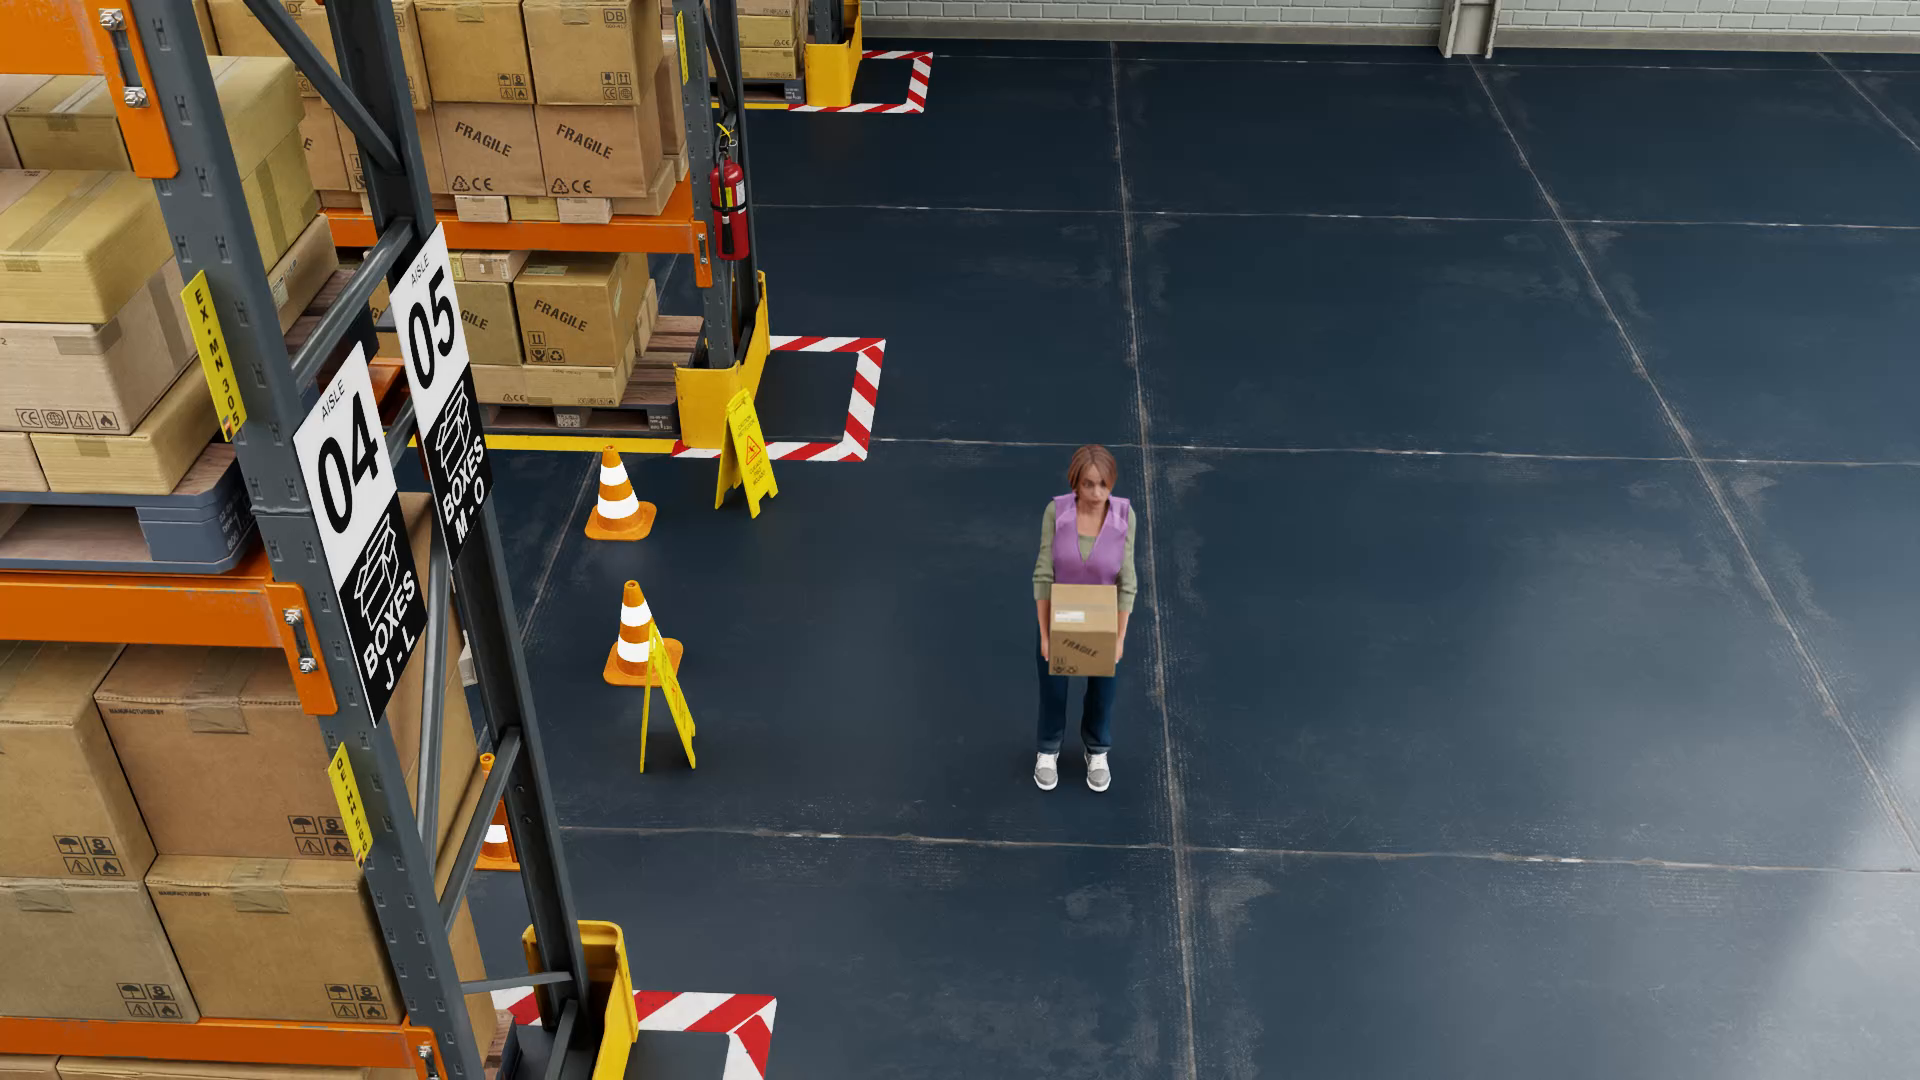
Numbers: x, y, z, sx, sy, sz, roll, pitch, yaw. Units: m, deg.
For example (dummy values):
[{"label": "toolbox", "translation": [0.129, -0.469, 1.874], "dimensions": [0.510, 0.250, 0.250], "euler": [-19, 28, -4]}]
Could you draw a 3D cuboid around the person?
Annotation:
[{"label": "person", "translation": [0.485, 0.379, 6.609], "dimensions": [0.405, 1.589, 0.495], "euler": [2, 36, 2]}]
